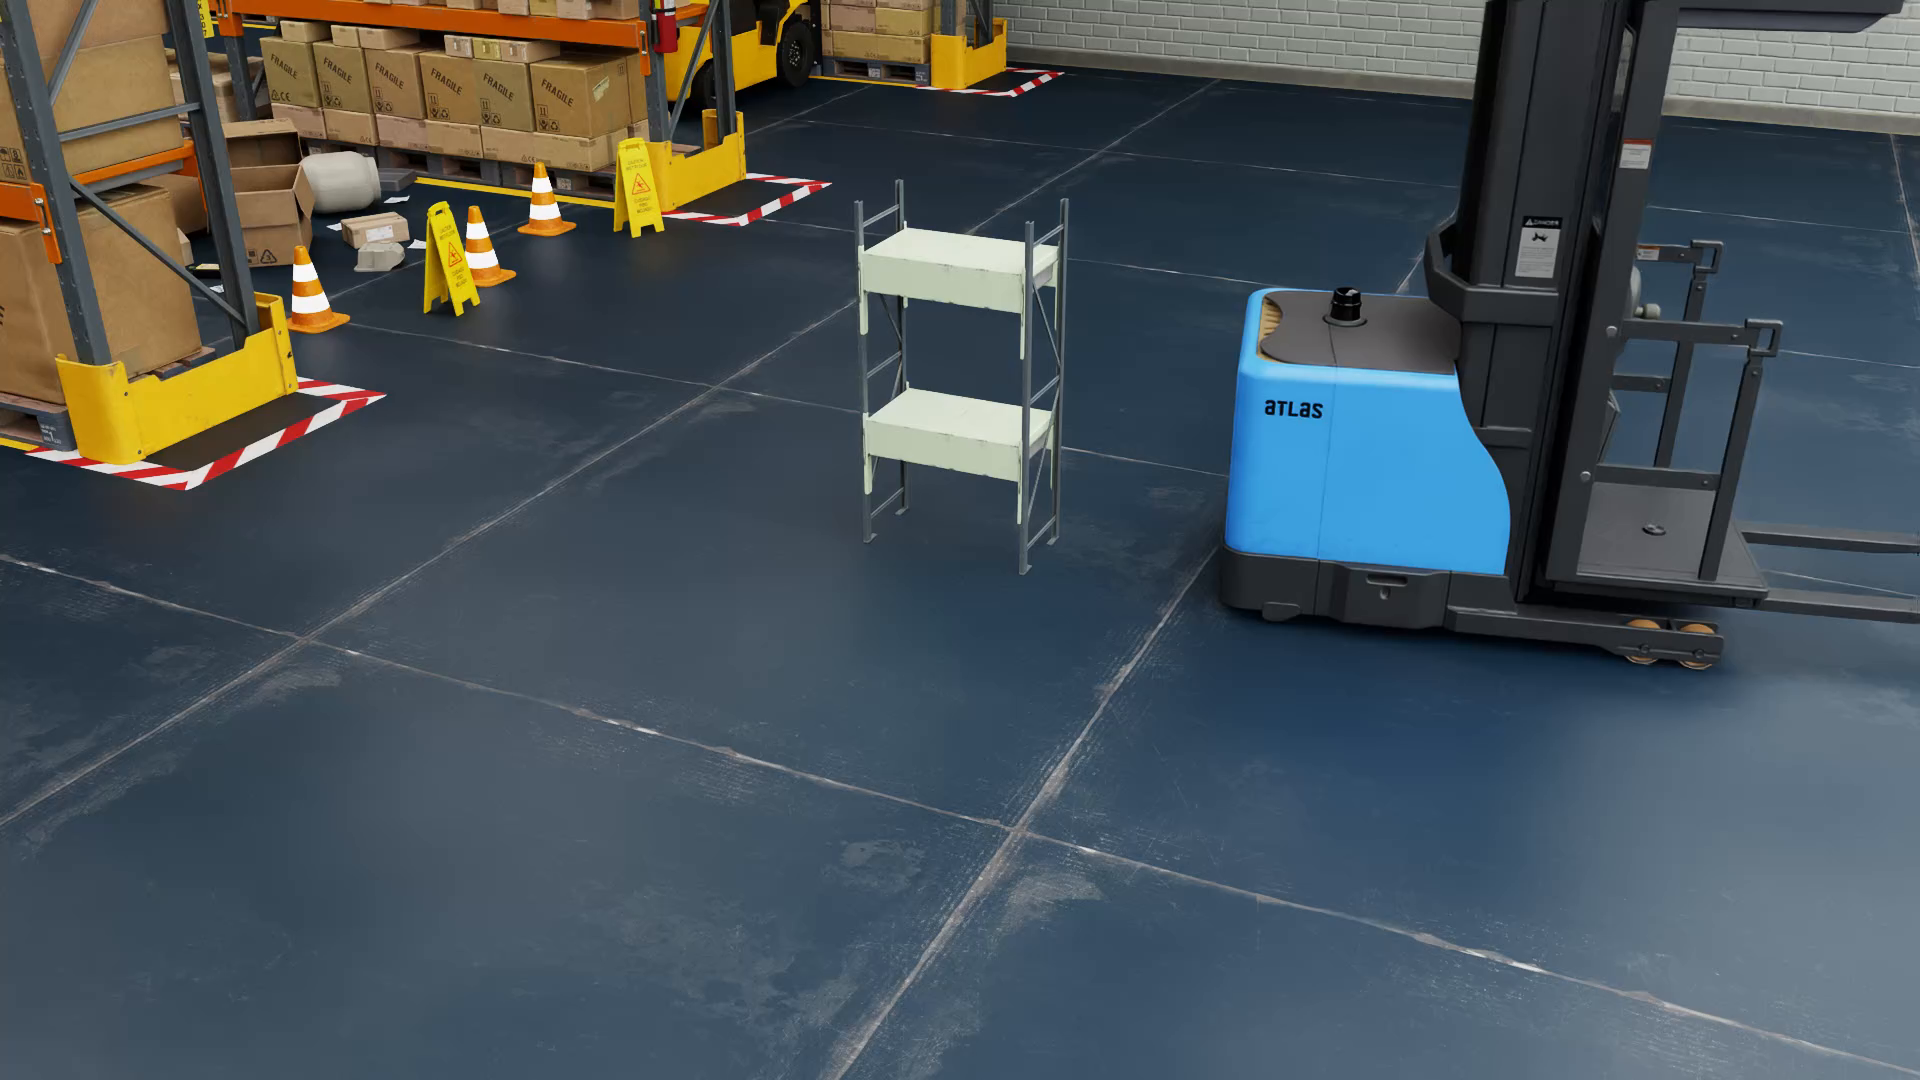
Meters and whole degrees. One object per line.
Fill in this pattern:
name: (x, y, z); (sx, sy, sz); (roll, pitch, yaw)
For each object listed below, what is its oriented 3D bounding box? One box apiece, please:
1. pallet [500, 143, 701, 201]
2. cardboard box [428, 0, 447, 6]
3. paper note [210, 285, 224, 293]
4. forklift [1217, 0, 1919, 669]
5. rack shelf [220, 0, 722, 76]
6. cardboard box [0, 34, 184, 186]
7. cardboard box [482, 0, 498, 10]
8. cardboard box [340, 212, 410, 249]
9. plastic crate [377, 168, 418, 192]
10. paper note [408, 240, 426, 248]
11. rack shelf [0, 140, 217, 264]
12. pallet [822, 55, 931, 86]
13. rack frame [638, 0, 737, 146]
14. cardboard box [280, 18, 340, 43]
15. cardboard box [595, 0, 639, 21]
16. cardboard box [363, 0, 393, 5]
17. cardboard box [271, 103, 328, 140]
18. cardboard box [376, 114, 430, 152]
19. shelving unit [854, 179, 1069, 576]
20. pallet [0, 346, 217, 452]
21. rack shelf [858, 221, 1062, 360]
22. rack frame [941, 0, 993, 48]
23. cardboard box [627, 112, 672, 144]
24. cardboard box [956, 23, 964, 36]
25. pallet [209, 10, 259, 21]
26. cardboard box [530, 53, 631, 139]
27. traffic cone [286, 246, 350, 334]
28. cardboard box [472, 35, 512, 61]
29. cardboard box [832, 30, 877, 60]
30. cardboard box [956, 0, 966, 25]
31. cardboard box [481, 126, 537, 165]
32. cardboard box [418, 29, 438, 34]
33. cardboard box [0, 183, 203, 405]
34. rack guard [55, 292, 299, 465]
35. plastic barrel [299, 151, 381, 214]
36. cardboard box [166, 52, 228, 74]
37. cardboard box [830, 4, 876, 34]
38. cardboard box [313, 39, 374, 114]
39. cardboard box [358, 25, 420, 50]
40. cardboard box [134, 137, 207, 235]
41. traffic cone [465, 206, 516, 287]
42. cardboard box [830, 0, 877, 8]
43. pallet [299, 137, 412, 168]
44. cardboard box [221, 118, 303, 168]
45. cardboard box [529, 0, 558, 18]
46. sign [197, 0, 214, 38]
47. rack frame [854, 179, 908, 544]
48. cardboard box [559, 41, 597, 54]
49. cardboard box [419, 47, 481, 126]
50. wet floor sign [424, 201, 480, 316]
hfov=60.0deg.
pallet: (-2.772, -2.900, 12.901); (1.213, 0.211, 1.003); (11, 28, 22)
cardboard box: (-3.791, -4.131, 12.529); (0.250, 0.149, 0.380); (11, 28, 22)
paper note: (-4.622, -1.594, 10.456); (0.142, 0.017, 0.144); (23, 35, 39)
forklift: (2.595, -1.085, 6.135); (3.031, 2.935, 1.130); (5, 27, 10)
rack shelf: (-3.799, -4.017, 12.828); (4.000, 0.370, 1.077); (11, 28, 22)
cardboard box: (-4.292, -2.082, 7.914); (0.550, 0.550, 0.875); (11, 28, 22)
cardboard box: (-3.330, -4.039, 12.343); (0.250, 0.149, 0.380); (12, 29, 23)
cardboard box: (-4.007, -2.122, 11.393); (0.380, 0.149, 0.250); (-18, 31, -31)
plastic crate: (-4.530, -2.779, 12.804); (0.583, 0.080, 0.402); (2, 26, 4)
paper note: (-3.663, -2.015, 11.307); (0.142, 0.019, 0.148); (2, 26, 4)
rack shelf: (-5.756, -2.008, 8.748); (4.000, 0.370, 1.077); (11, 28, 22)
pallet: (-0.640, -4.843, 16.847); (1.213, 0.211, 1.003); (11, 28, 22)
rack frame: (-1.978, -3.974, 11.926); (0.127, 3.000, 1.000); (11, 28, 22)
cardboard box: (-5.105, -4.024, 13.082); (0.250, 0.149, 0.380); (12, 29, 23)
cardboard box: (-2.407, -3.844, 11.946); (0.250, 0.149, 0.380); (12, 29, 24)
cardboard box: (-4.305, -4.169, 12.605); (0.250, 0.149, 0.380); (12, 28, 22)
cardboard box: (-5.194, -3.444, 13.487); (0.500, 0.250, 0.500); (10, 28, 19)
cardboard box: (-4.219, -3.255, 13.103); (0.500, 0.250, 0.500); (11, 28, 21)
shelving unit: (0.006, -0.672, 6.916); (0.755, 1.500, 0.431); (11, 28, 22)
pallet: (-4.695, -0.829, 8.695); (1.213, 0.211, 1.003); (11, 28, 22)
rack shelf: (0.006, -1.022, 6.744); (0.720, 0.370, 0.431); (11, 28, 22)
rack frame: (0.073, -5.971, 15.981); (0.127, 3.000, 1.000); (11, 28, 22)
cardboard box: (-2.598, -3.188, 12.966); (0.500, 0.250, 0.500); (11, 28, 21)
cardboard box: (-0.293, -5.094, 16.838); (0.500, 0.250, 0.500); (11, 28, 22)
pallet: (-8.980, -6.558, 20.331); (1.213, 0.211, 1.003); (11, 28, 22)
cardboard box: (-2.815, -3.307, 12.360); (0.500, 0.500, 0.500); (12, 28, 22)
traffic cone: (-3.831, -1.495, 9.763); (0.334, 0.463, 0.336); (11, 28, 22)
cardboard box: (-3.405, -3.685, 12.394); (0.250, 0.149, 0.380); (12, 29, 23)
cardboard box: (-0.934, -4.979, 16.605); (0.500, 0.250, 0.500); (11, 28, 22)
cardboard box: (-0.269, -5.319, 16.730); (0.500, 0.250, 0.500); (12, 29, 23)
cardboard box: (-3.294, -3.066, 12.720); (0.500, 0.250, 0.500); (11, 28, 22)
cardboard box: (-4.506, -3.904, 13.573); (0.500, 0.500, 0.500); (12, 29, 23)
cardboard box: (-4.580, -1.298, 8.420); (0.875, 0.875, 0.875); (12, 28, 22)
rack guard: (-3.913, -0.840, 8.389); (0.348, 0.500, 1.175); (11, 28, 22)
plastic barrel: (-4.485, -2.587, 12.026); (0.512, 0.421, 0.421); (-12, 29, -23)
cardboard box: (-6.754, -3.940, 14.356); (0.625, 0.372, 0.950); (13, 29, 25)
cardboard box: (-0.951, -5.209, 16.506); (0.500, 0.250, 0.500); (11, 28, 21)
cardboard box: (-4.702, -3.687, 13.132); (0.500, 0.500, 0.500); (13, 29, 24)
cardboard box: (-4.390, -3.883, 12.795); (0.250, 0.149, 0.380); (13, 29, 25)
cardboard box: (-5.480, -2.386, 11.373); (0.503, 0.637, 0.797); (11, 28, 22)
traffic cone: (-3.054, -1.887, 10.560); (0.334, 0.463, 0.336); (11, 28, 22)
cardboard box: (-0.942, -5.424, 16.376); (0.500, 0.250, 0.500); (12, 29, 23)
pallet: (-4.993, -3.346, 13.807); (1.213, 0.211, 1.003); (11, 28, 22)
cardboard box: (-5.207, -2.842, 12.454); (0.500, 0.500, 0.500); (-12, 29, -23)
cardboard box: (-2.908, -3.901, 12.062); (0.250, 0.149, 0.380); (11, 28, 21)
sign: (-3.700, -2.611, 8.088); (0.005, 0.325, 0.100); (11, 28, 22)
rack frame: (-0.327, -0.739, 7.052); (0.023, 1.500, 0.400); (11, 28, 22)
cardboard box: (-3.098, -3.622, 12.999); (0.500, 0.500, 0.500); (10, 28, 20)
cardboard box: (-3.748, -3.496, 12.744); (0.500, 0.500, 0.500); (11, 28, 21)
wet floor sign: (-3.089, -1.700, 9.972); (0.232, 0.644, 0.267); (6, 27, 13)
